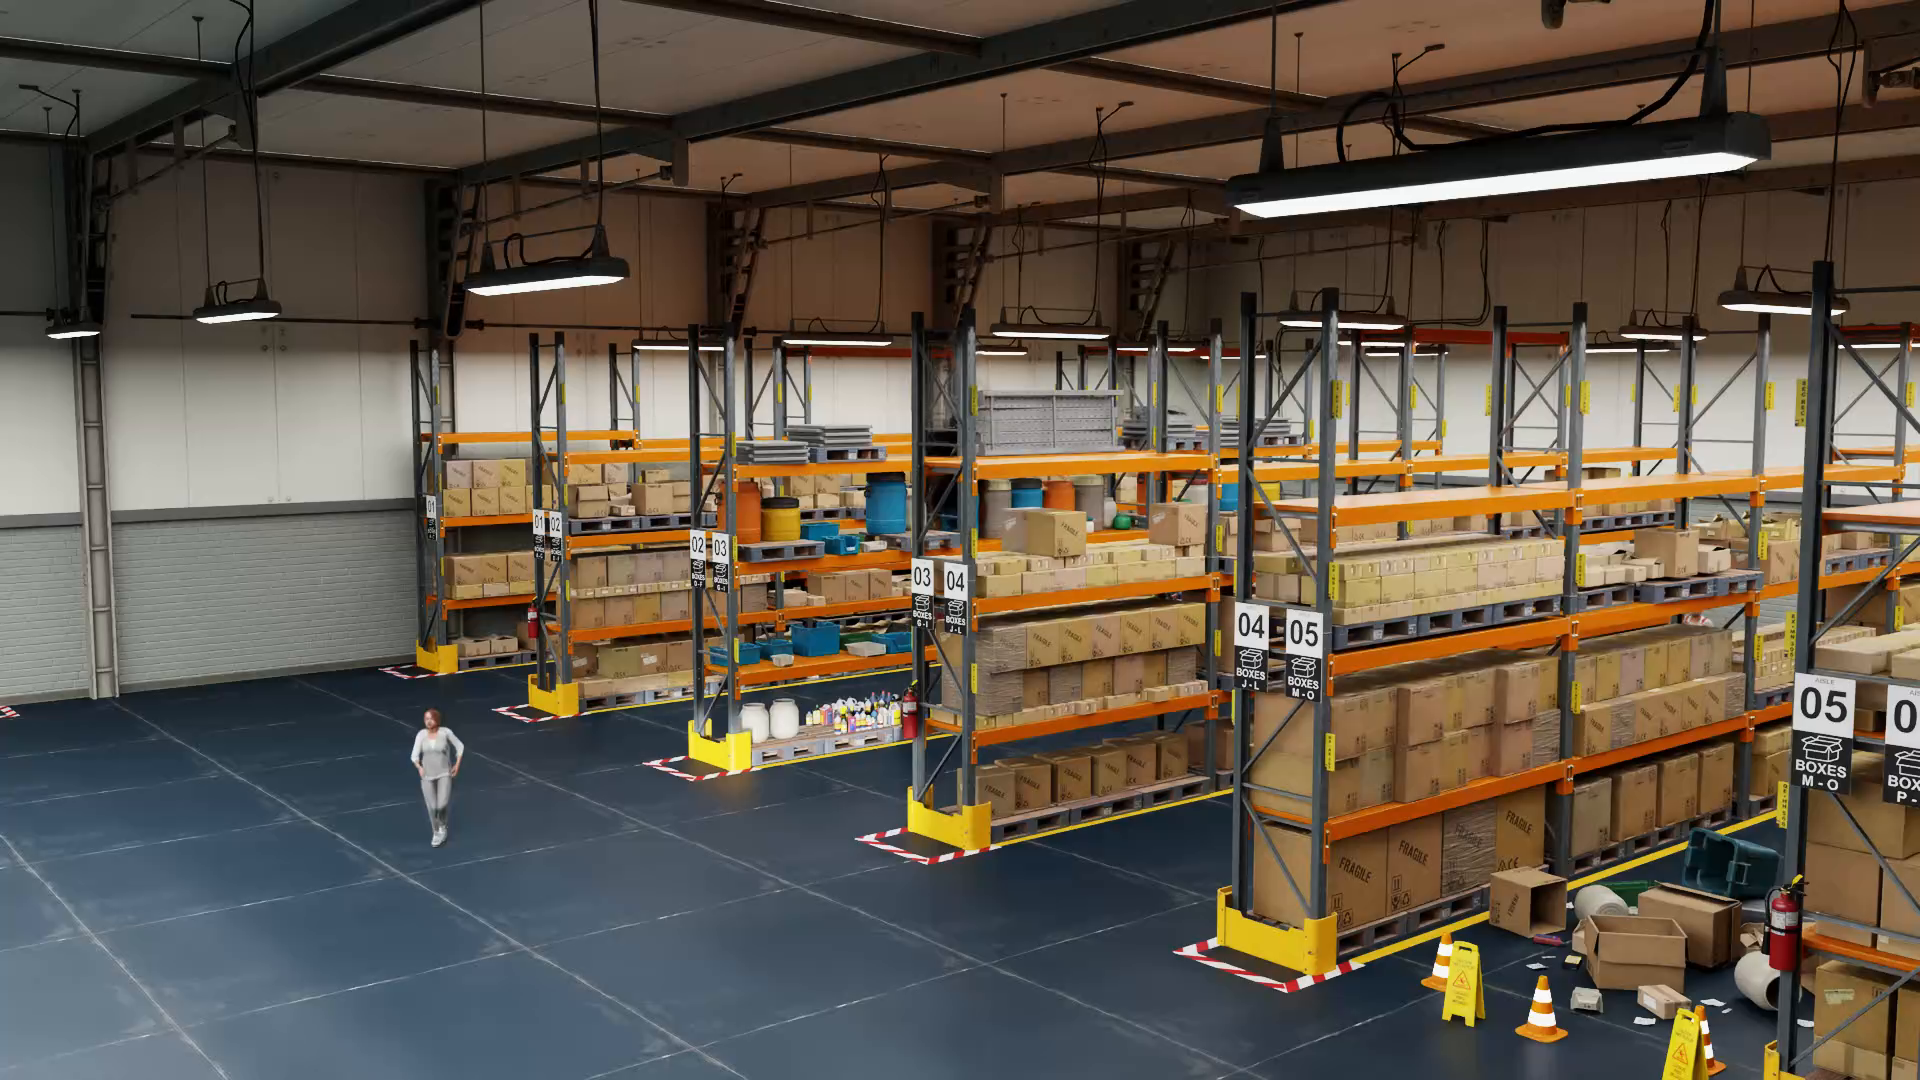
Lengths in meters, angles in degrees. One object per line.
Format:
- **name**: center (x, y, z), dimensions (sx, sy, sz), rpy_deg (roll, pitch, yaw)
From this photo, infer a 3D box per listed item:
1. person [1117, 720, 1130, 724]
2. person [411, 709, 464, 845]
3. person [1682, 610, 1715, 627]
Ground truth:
- **person**: center (2.359, 1.851, 24.042), dimensions (0.607, 1.600, 0.502), rpy_deg (4, 6, 35)
- **person**: center (-5.863, 2.666, 18.626), dimensions (0.553, 1.558, 0.540), rpy_deg (-1, 5, -8)
- **person**: center (11.587, 1.843, 26.231), dimensions (0.643, 1.843, 0.875), rpy_deg (5, 7, 41)
